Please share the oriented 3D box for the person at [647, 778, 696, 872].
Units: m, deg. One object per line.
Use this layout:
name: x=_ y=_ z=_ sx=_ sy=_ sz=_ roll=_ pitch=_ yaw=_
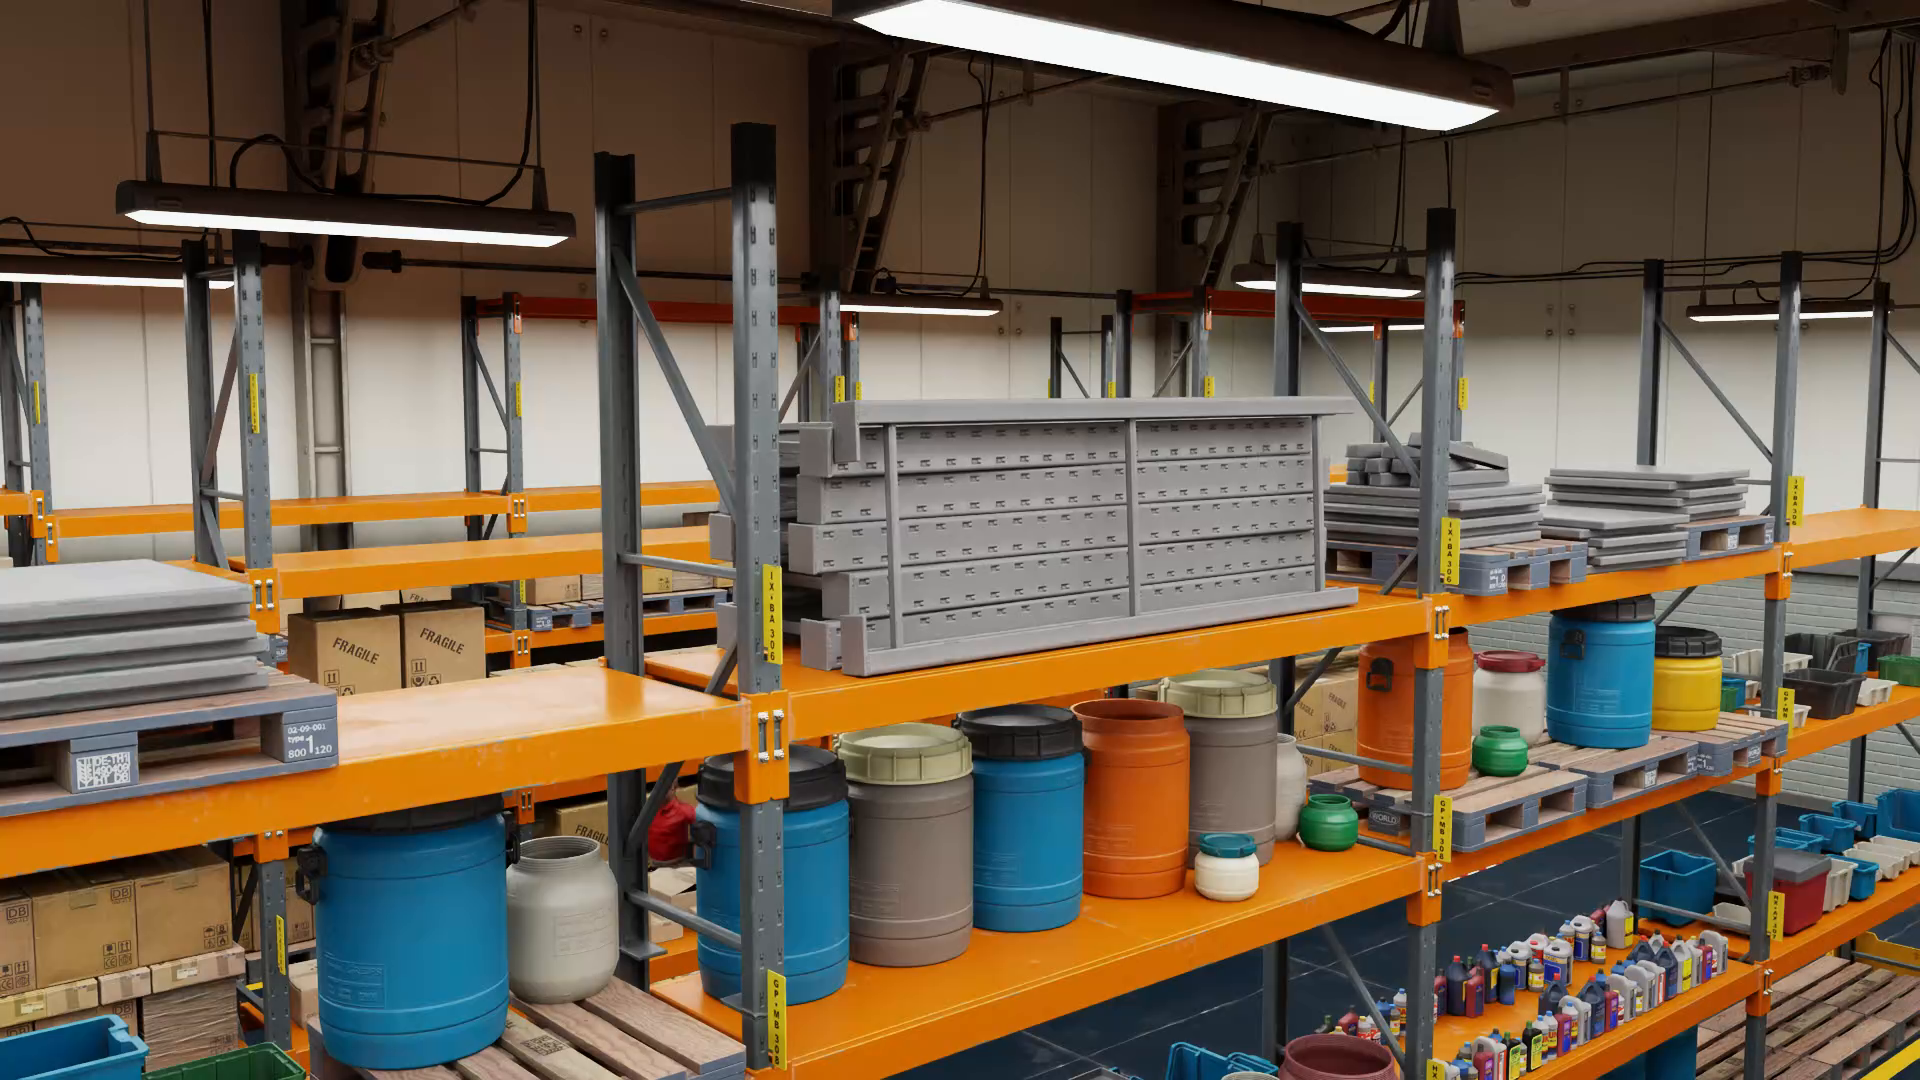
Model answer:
person: x=-2.548 y=2.956 z=14.632 sx=0.752 sy=1.798 sz=0.680 roll=-5 pitch=8 yaw=-44
